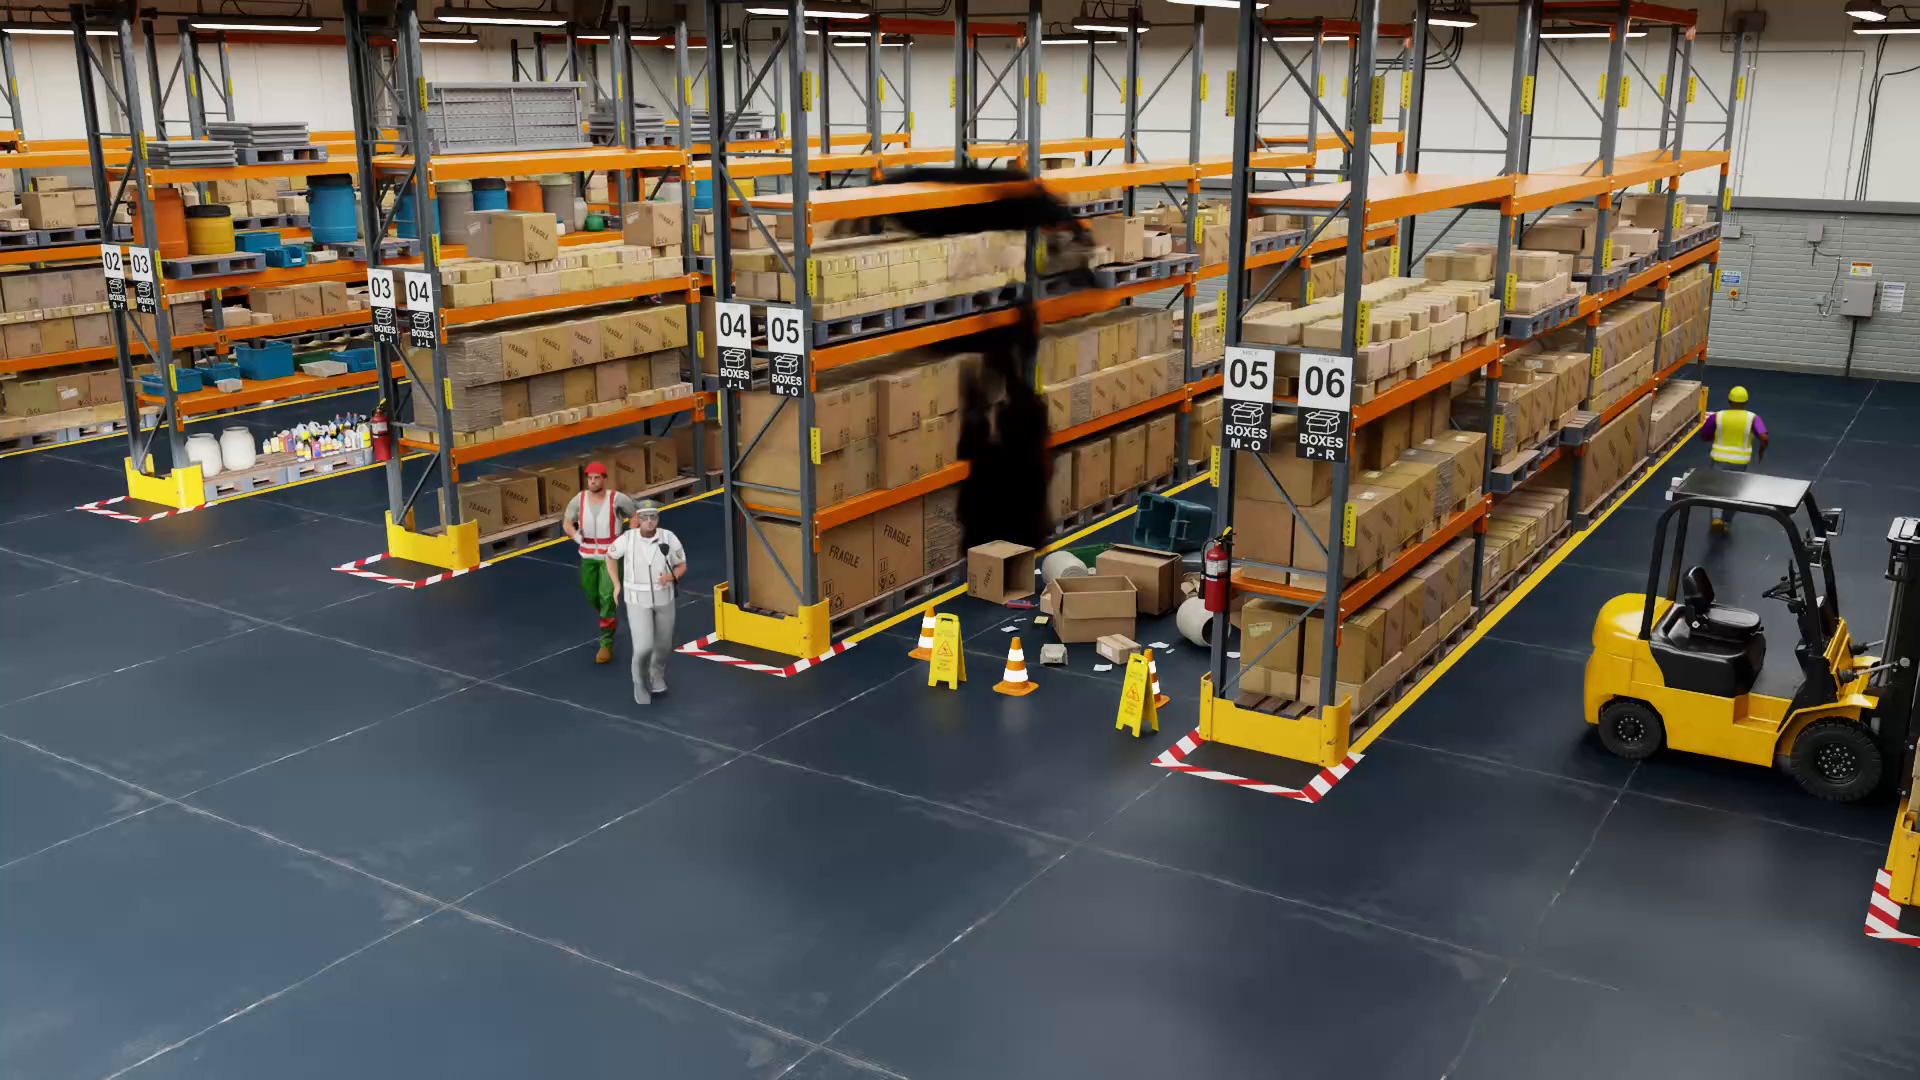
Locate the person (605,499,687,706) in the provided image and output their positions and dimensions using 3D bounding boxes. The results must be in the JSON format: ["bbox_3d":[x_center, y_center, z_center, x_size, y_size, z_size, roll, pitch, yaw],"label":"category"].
[{"bbox_3d":[-2.611,0.535,14.041,0.639,1.801,0.708,-6,17,-20],"label":"person"}]

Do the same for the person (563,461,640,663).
[{"bbox_3d":[-3.299,0.151,15.265,0.673,1.783,0.865,1,16,4],"label":"person"}]

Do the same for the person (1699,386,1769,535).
[{"bbox_3d":[8.860,-0.910,19.129,0.707,1.745,0.977,6,17,20],"label":"person"}]
